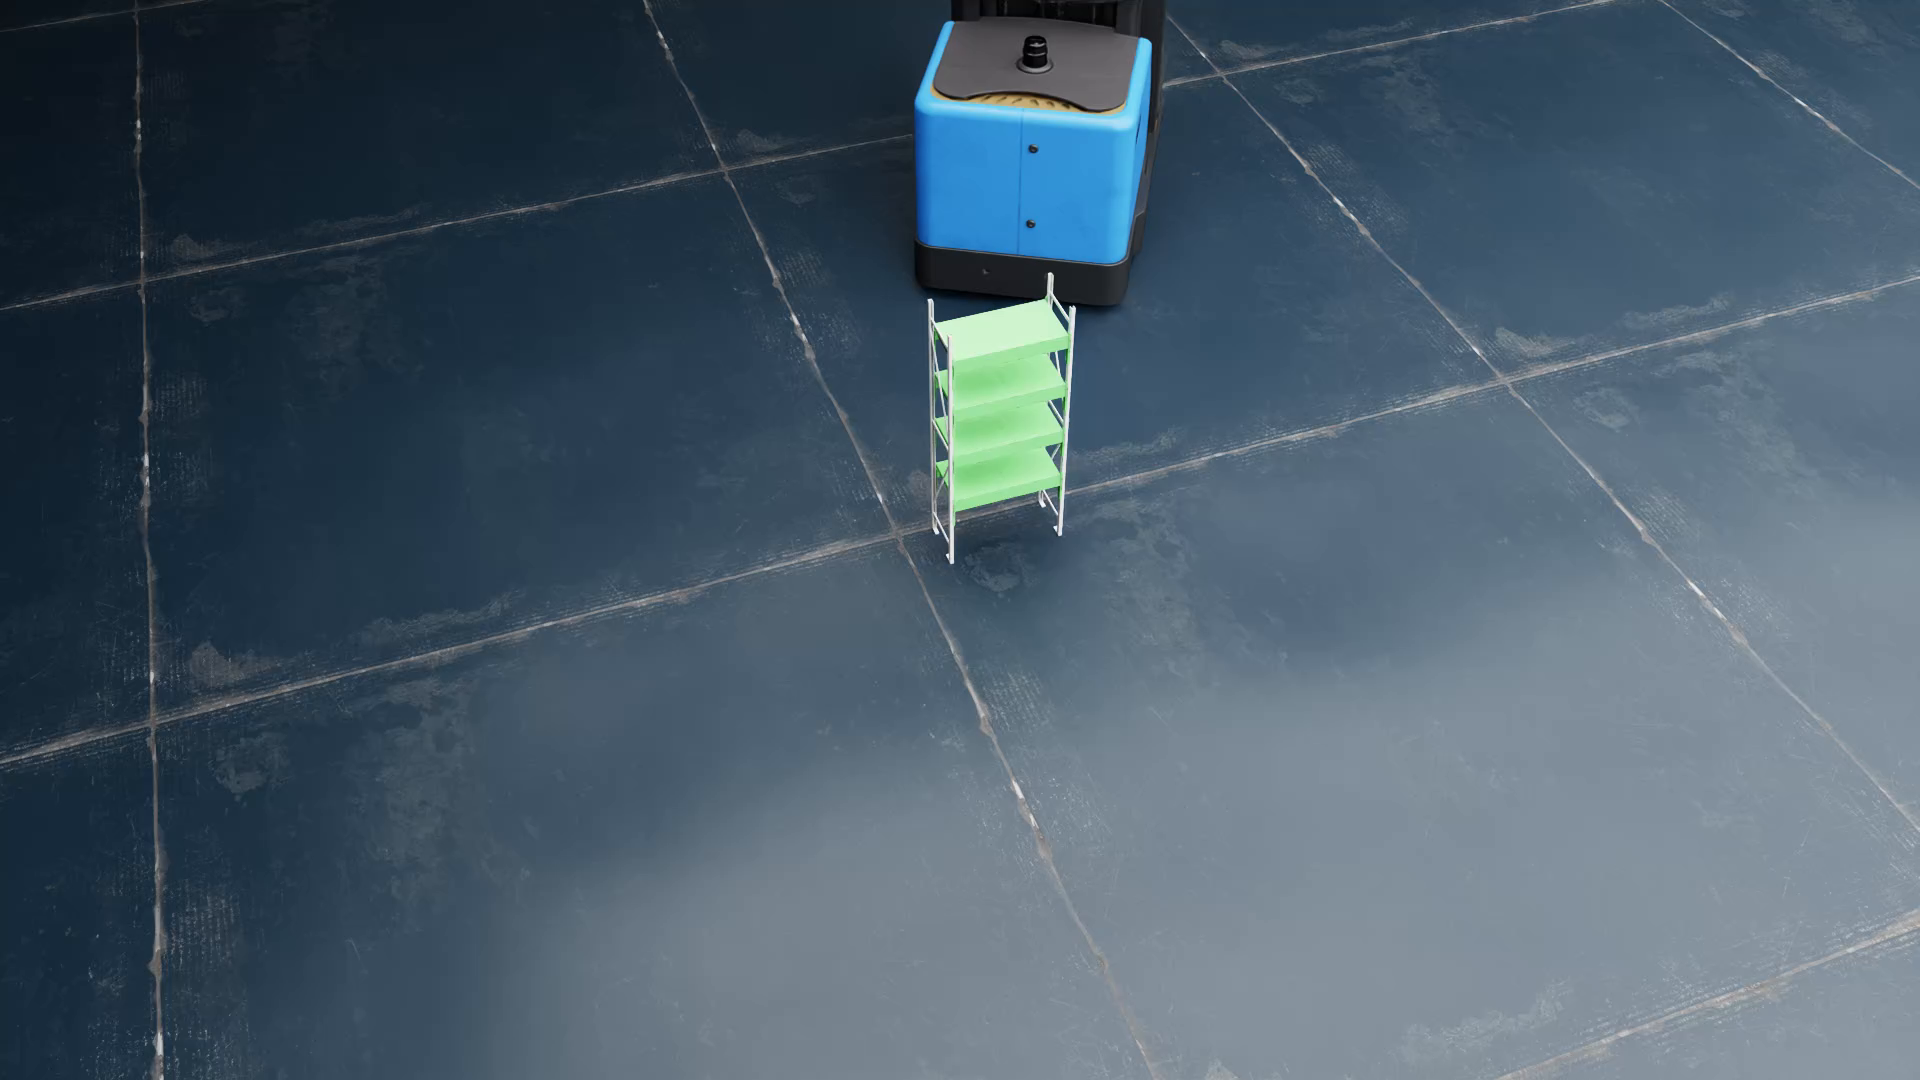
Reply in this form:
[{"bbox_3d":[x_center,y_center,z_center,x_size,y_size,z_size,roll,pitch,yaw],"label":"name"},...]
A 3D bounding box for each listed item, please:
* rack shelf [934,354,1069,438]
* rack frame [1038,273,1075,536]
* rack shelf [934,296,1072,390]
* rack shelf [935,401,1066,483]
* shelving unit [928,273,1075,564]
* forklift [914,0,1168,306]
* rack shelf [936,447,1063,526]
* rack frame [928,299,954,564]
[{"bbox_3d":[0.156,-0.588,6.549,0.480,0.148,0.258,-14,47,-14],"label":"rack shelf"},{"bbox_3d":[0.385,-0.522,6.732,0.015,1.200,0.240,-14,47,-14],"label":"rack frame"},{"bbox_3d":[0.156,-0.757,6.379,0.480,0.148,0.258,-14,47,-14],"label":"rack shelf"},{"bbox_3d":[0.156,-0.418,6.719,0.480,0.148,0.258,-14,47,-14],"label":"rack shelf"},{"bbox_3d":[0.156,-0.463,6.674,0.503,1.200,0.258,-14,47,-14],"label":"shelving unit"},{"bbox_3d":[0.540,-3.231,8.210,1.130,2.935,3.031,7,46,7],"label":"forklift"},{"bbox_3d":[0.156,-0.249,6.889,0.480,0.148,0.258,-14,47,-14],"label":"rack shelf"},{"bbox_3d":[-0.074,-0.405,6.616,0.015,1.200,0.240,-14,47,-14],"label":"rack frame"}]
